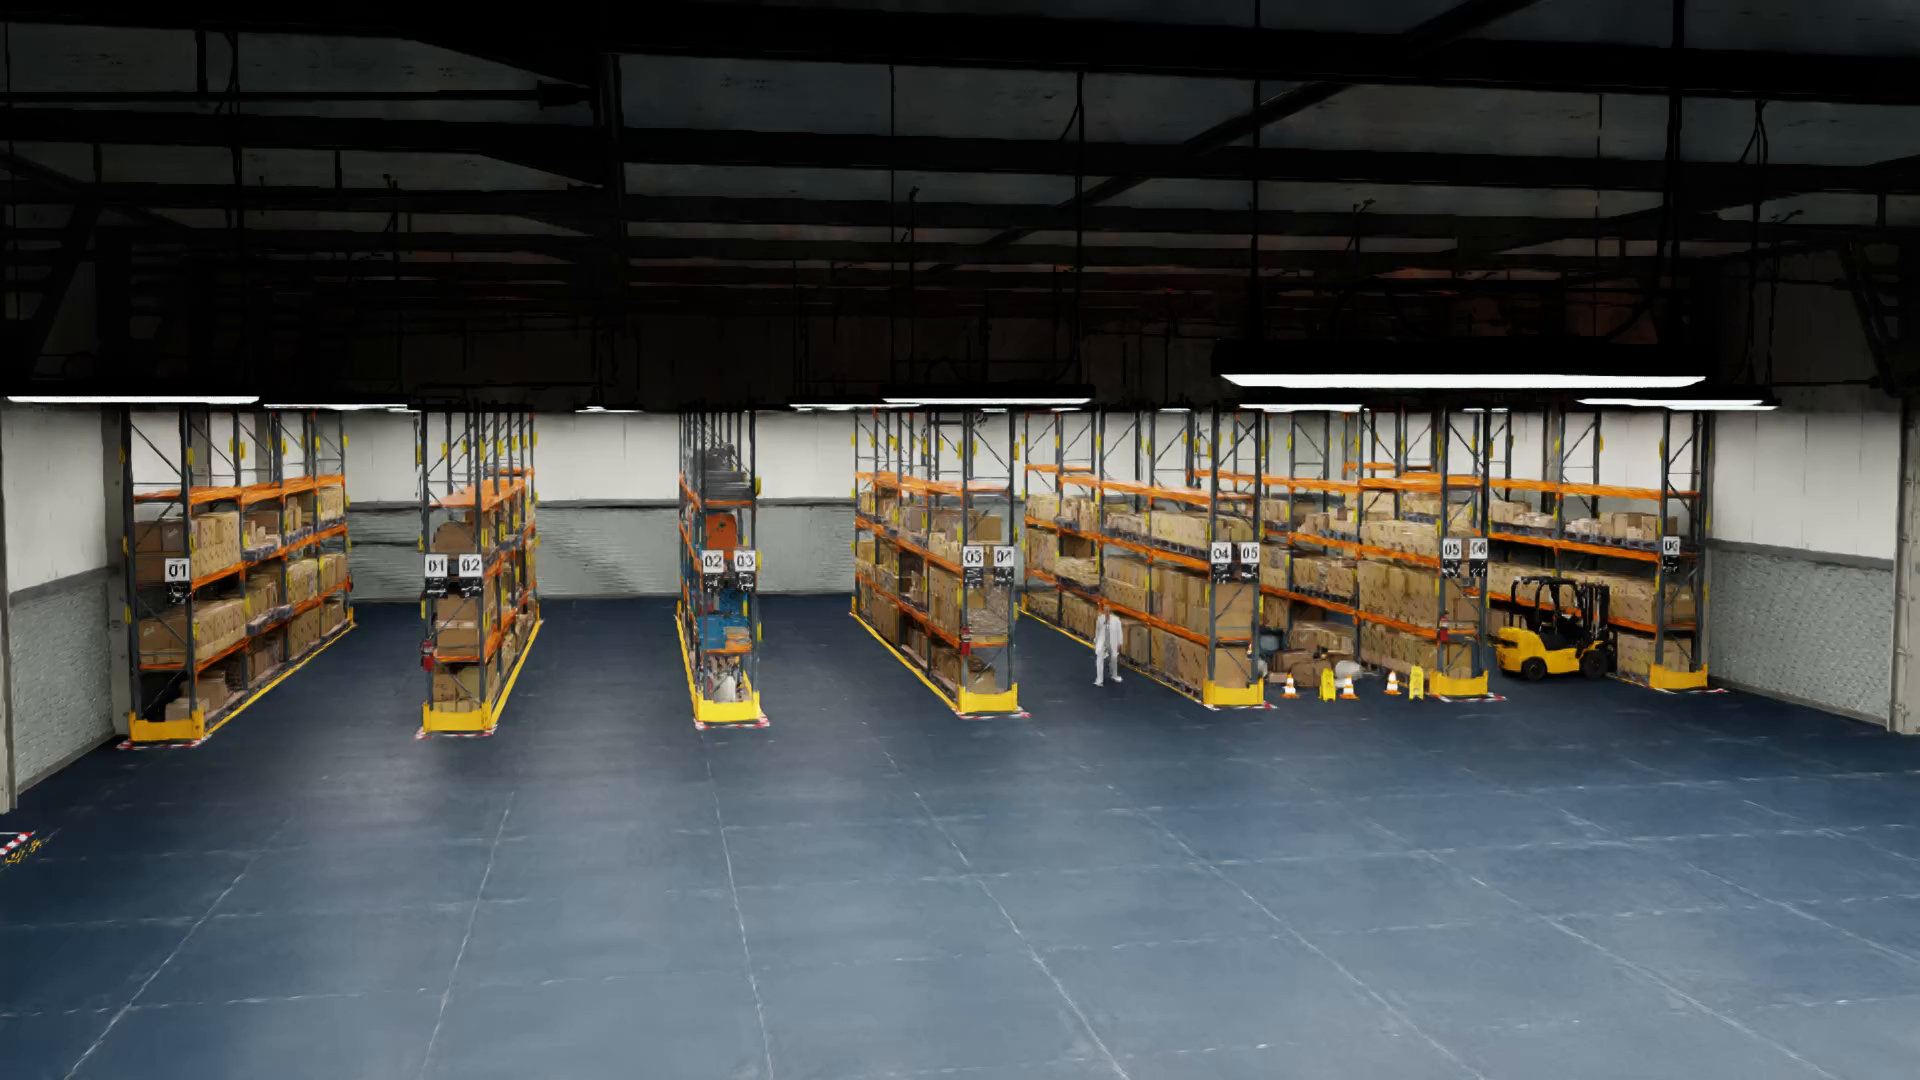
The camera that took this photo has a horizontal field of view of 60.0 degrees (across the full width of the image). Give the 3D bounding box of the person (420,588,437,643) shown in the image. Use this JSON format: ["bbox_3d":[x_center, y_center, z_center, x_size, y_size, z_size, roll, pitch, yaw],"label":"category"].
[{"bbox_3d":[-13.057,1.741,41.381,0.729,1.733,0.546,-1,4,-12],"label":"person"}]

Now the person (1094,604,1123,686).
[{"bbox_3d":[3.140,2.205,35.277,0.633,1.727,1.044,1,4,10],"label":"person"}]
